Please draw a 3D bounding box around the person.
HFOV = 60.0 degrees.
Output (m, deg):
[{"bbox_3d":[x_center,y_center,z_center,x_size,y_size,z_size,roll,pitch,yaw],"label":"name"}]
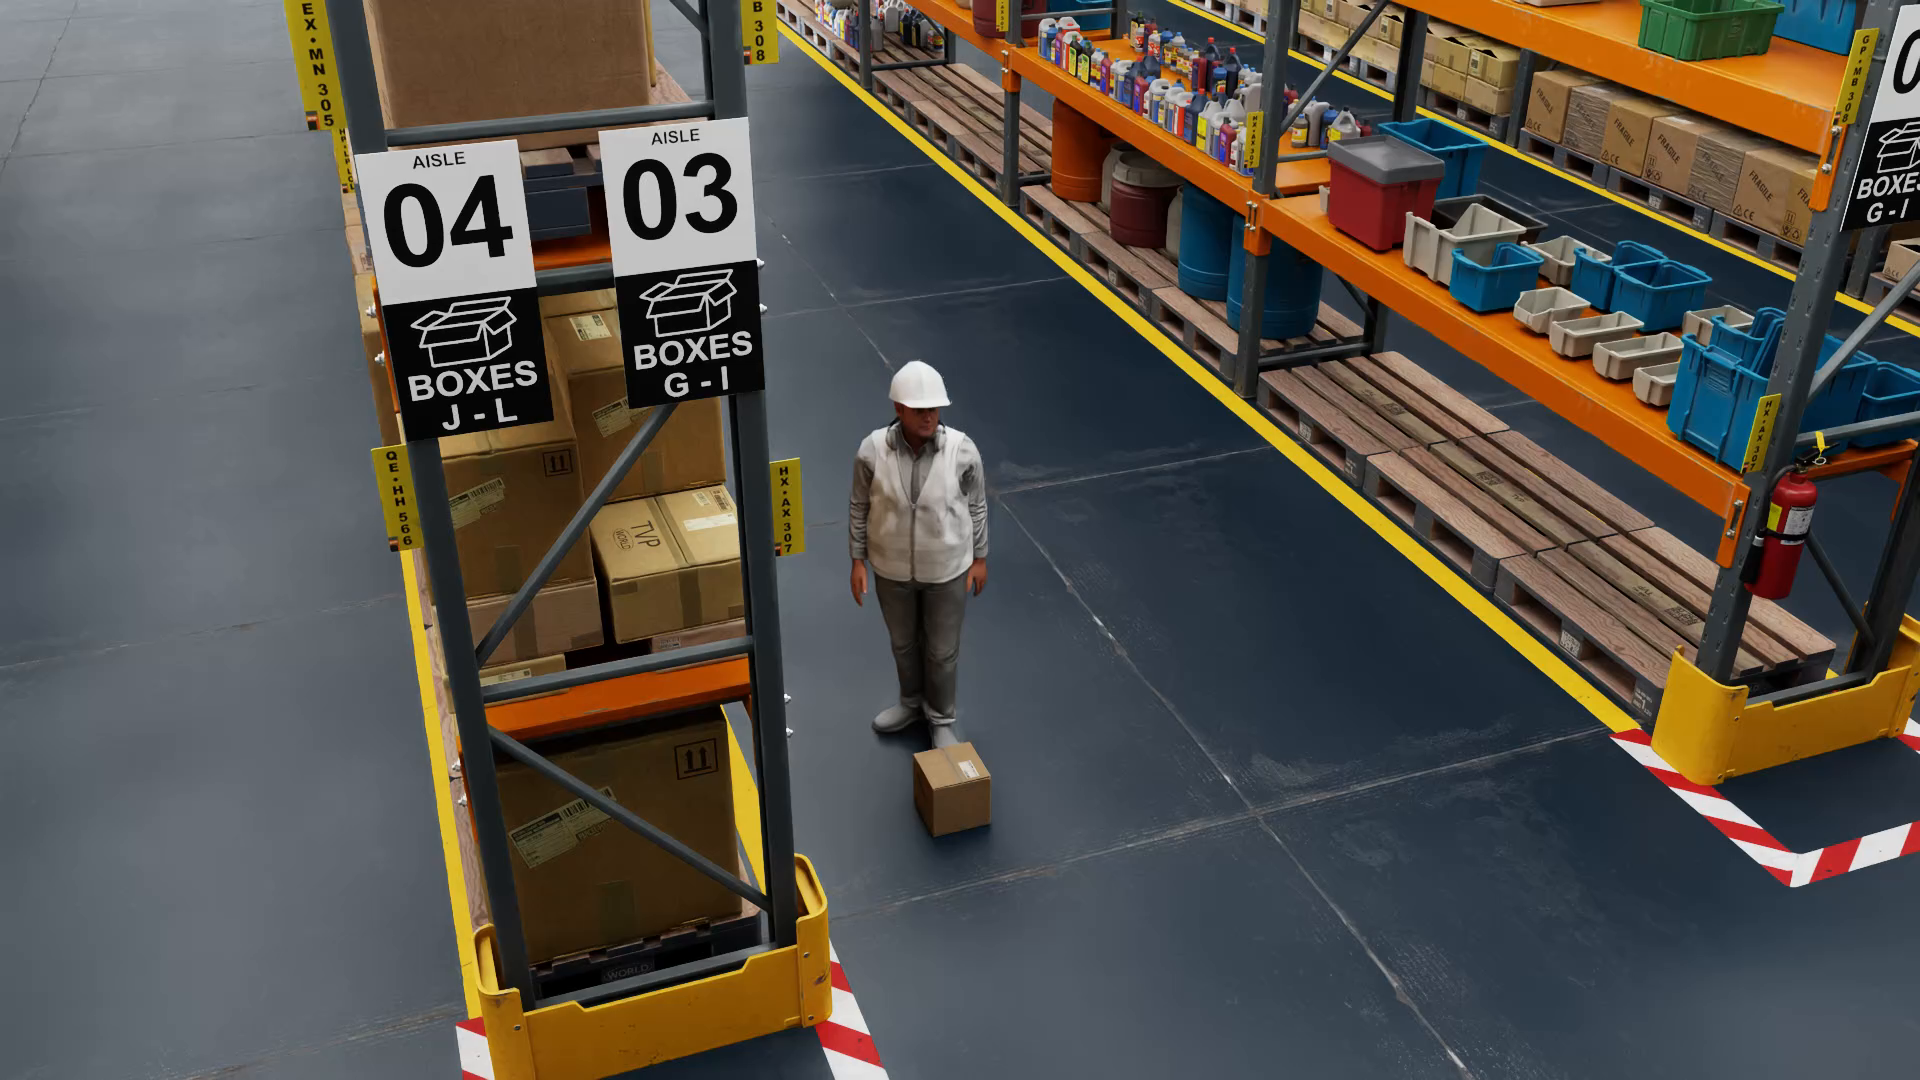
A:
[{"bbox_3d":[-0.216,0.118,6.872,0.574,1.766,0.403,-4,30,-7],"label":"person"}]
